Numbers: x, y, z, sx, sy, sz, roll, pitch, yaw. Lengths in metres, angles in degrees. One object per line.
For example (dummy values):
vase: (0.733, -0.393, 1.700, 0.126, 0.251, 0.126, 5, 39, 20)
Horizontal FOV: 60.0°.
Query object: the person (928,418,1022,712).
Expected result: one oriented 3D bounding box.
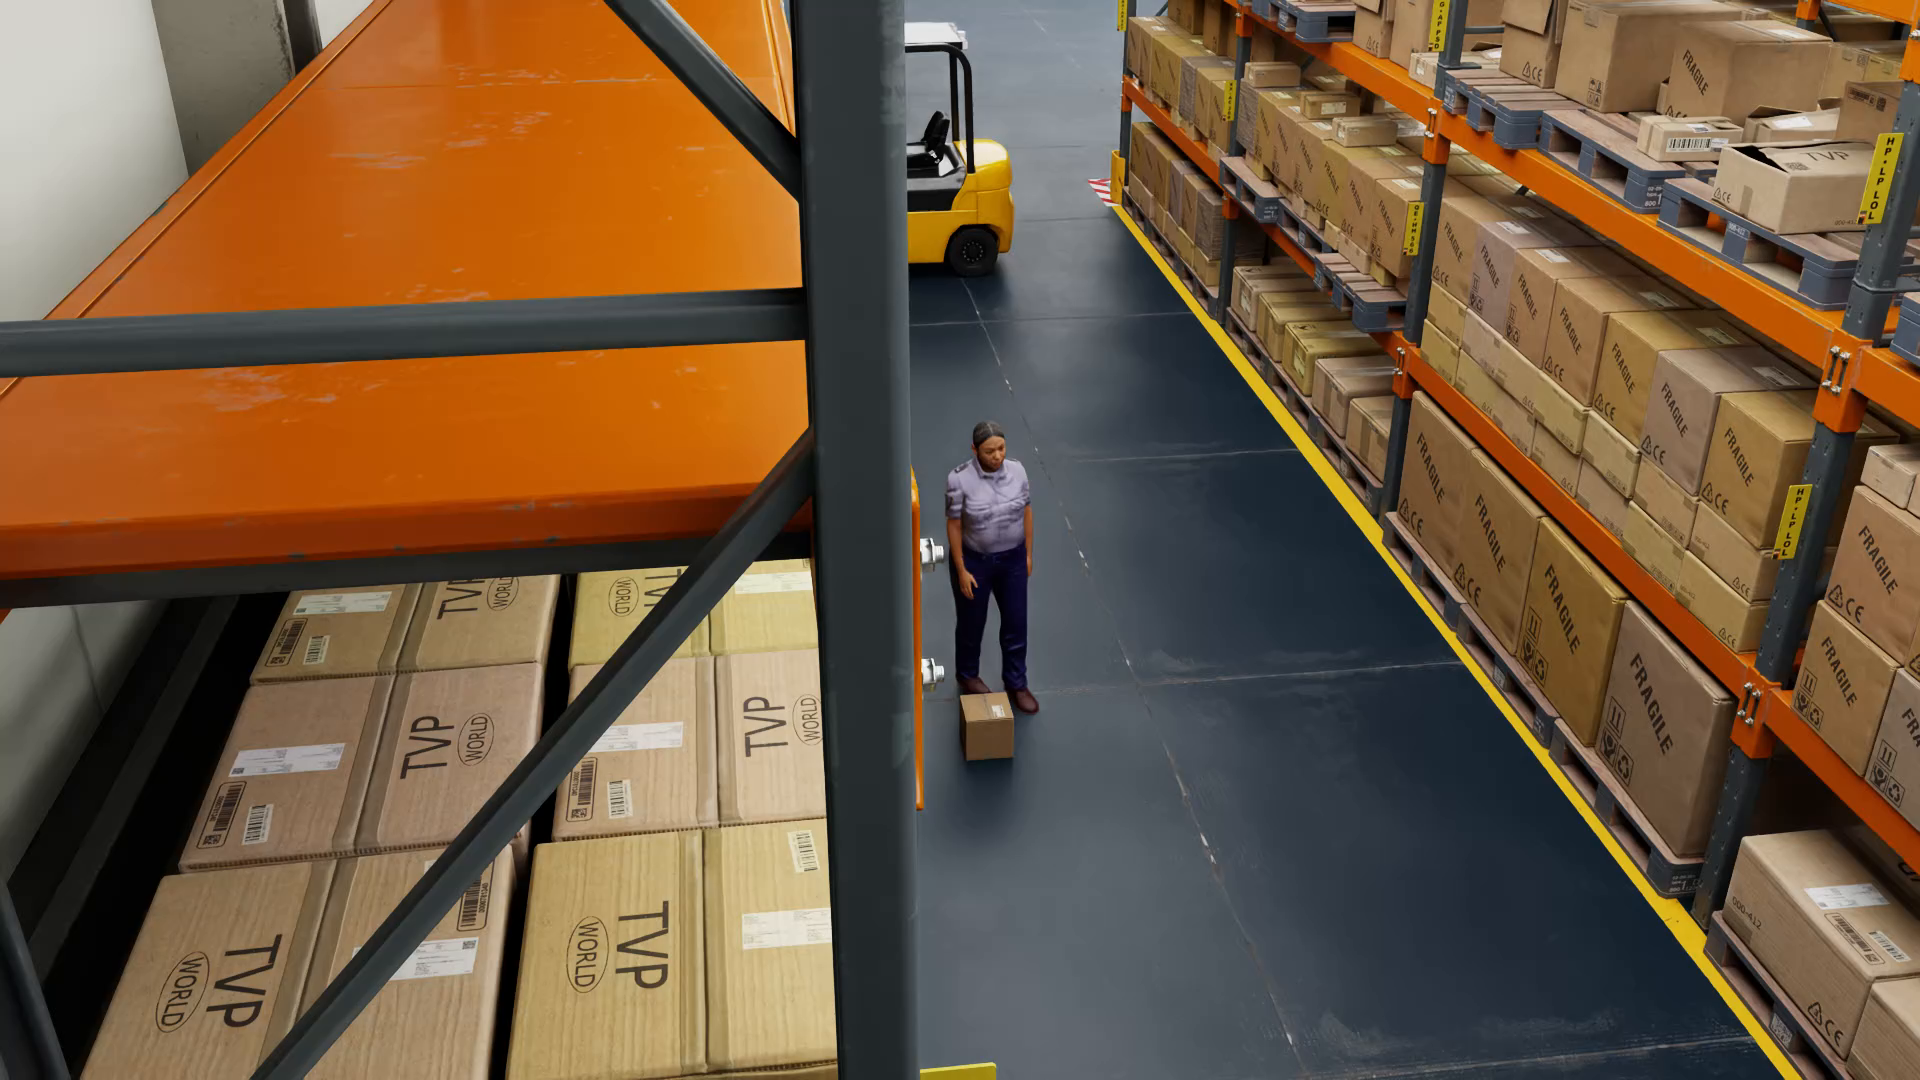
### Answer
person: (0.085, 0.147, 8.819, 0.512, 1.662, 0.371, -6, 28, -12)
